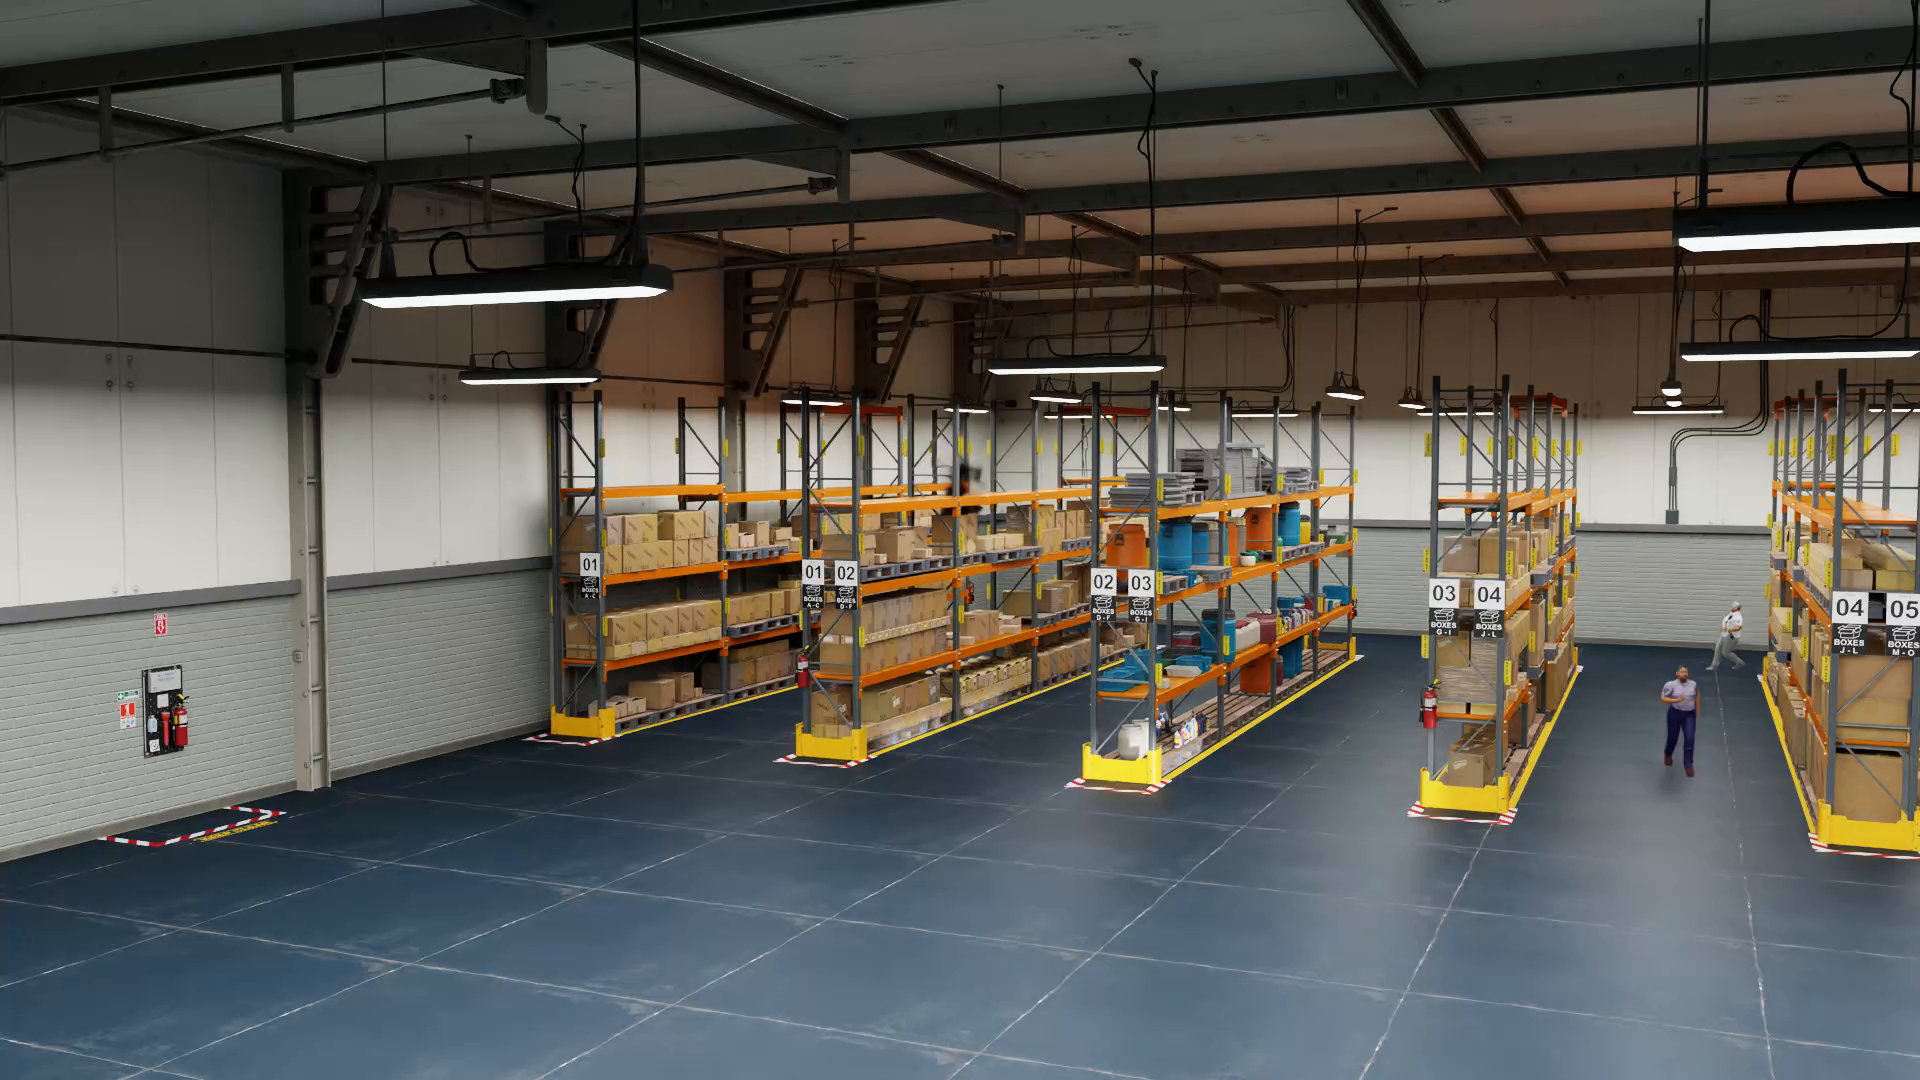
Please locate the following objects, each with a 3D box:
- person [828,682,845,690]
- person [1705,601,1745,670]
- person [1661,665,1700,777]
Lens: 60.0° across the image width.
[{"bbox_3d":[-2.192,2.481,30.191,0.573,1.630,0.548,1,3,17],"label":"person"},{"bbox_3d":[17.139,2.156,37.110,0.770,1.613,0.738,1,3,11],"label":"person"},{"bbox_3d":[11.105,2.750,25.629,0.632,1.642,0.902,0,3,8],"label":"person"}]
